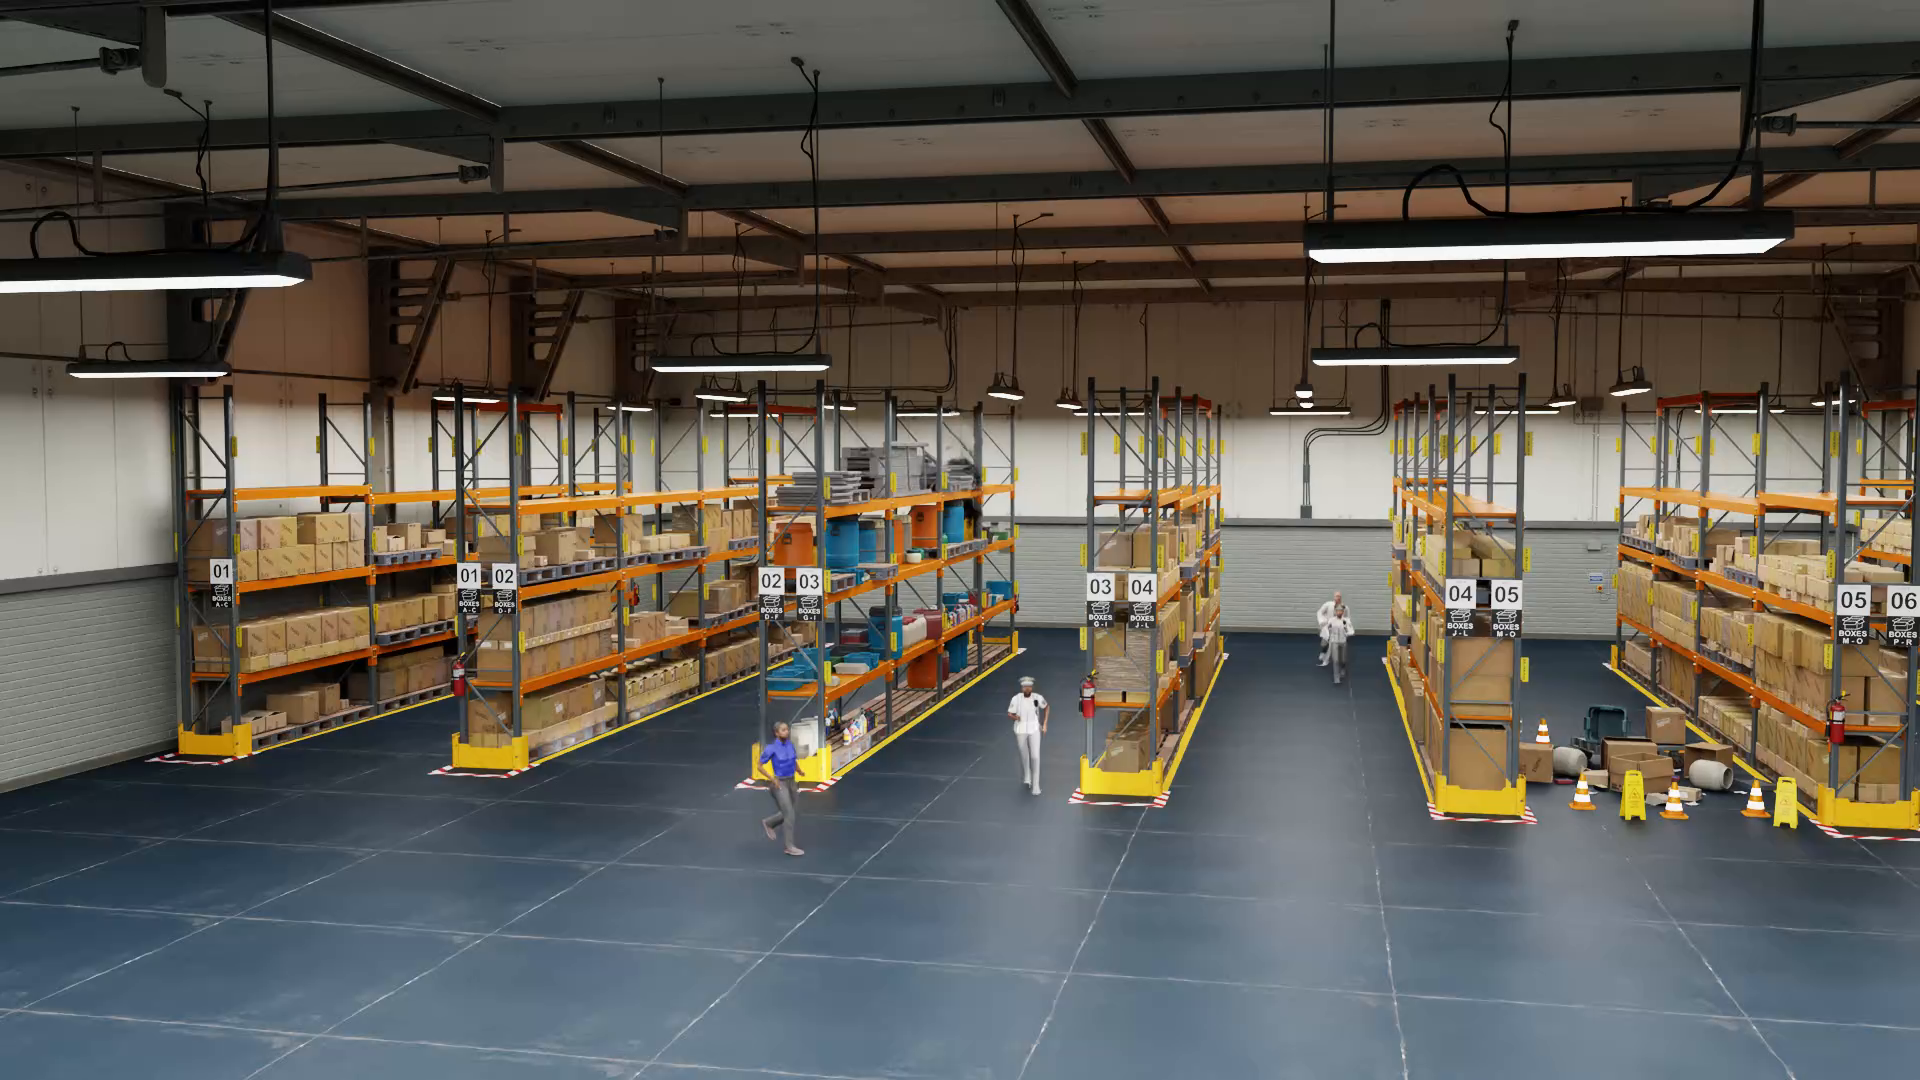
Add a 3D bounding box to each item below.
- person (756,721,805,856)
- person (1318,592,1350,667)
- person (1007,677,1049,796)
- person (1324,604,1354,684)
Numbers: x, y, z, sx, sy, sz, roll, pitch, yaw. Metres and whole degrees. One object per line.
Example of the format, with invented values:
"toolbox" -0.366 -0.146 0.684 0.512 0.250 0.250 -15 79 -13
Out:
"person" -2.215 3.042 20.520 0.769 1.616 0.586 3 4 38
"person" 8.550 2.078 38.061 0.711 1.605 0.719 1 3 10
"person" 0.976 2.822 24.167 0.580 1.728 0.797 0 3 6
"person" 8.045 2.186 35.307 0.626 1.668 0.829 1 3 12
